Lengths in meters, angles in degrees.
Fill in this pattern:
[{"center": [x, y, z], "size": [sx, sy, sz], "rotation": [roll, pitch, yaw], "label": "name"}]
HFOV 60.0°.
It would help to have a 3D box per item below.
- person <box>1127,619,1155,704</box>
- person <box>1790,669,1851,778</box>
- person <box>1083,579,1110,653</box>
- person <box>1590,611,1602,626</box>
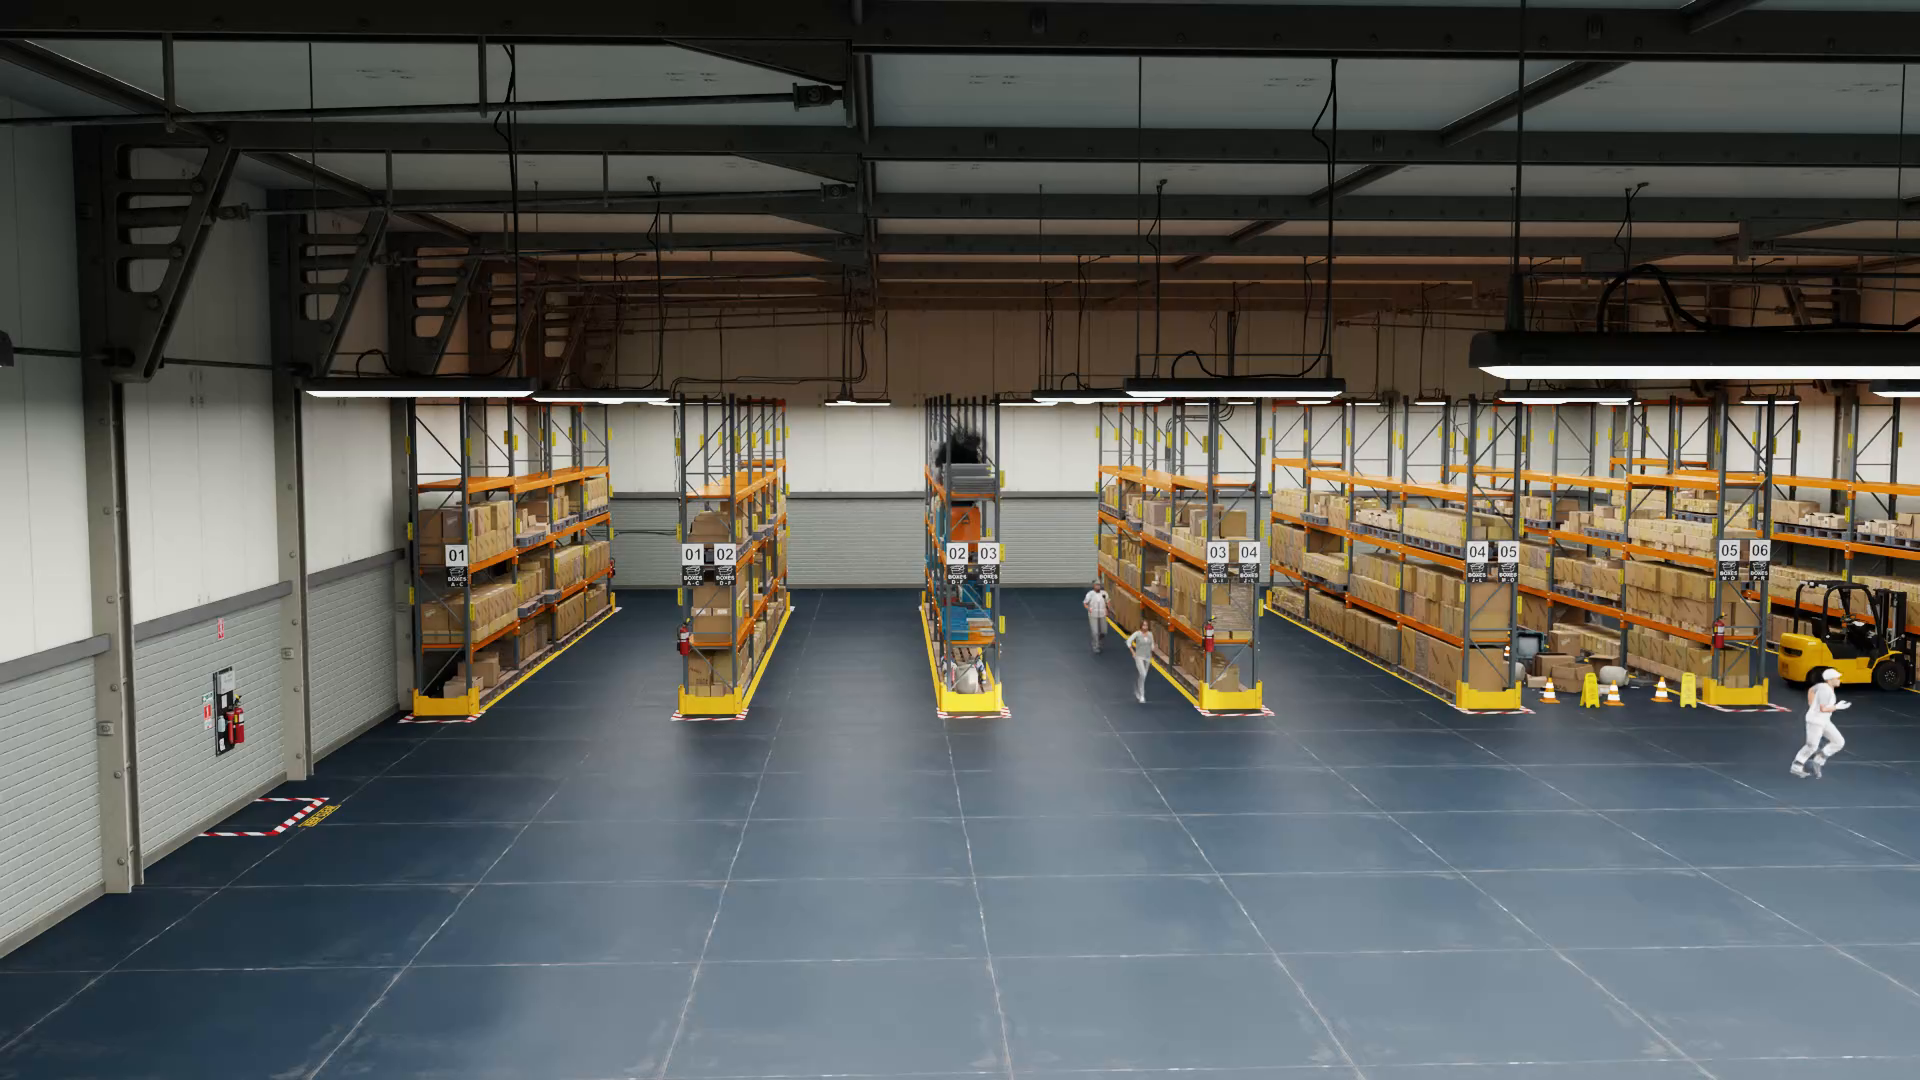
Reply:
[{"center": [3.564, 2.370, 32.502], "size": [0.516, 1.649, 0.716], "rotation": [-2, 5, -20], "label": "person"}, {"center": [13.217, 2.814, 25.515], "size": [0.818, 1.716, 0.628], "rotation": [4, 6, 42], "label": "person"}, {"center": [3.232, 1.769, 39.052], "size": [0.659, 1.732, 0.622], "rotation": [0, 5, -5], "label": "person"}, {"center": [16.193, 1.533, 42.401], "size": [0.599, 1.666, 0.573], "rotation": [-1, 5, -8], "label": "person"}]
